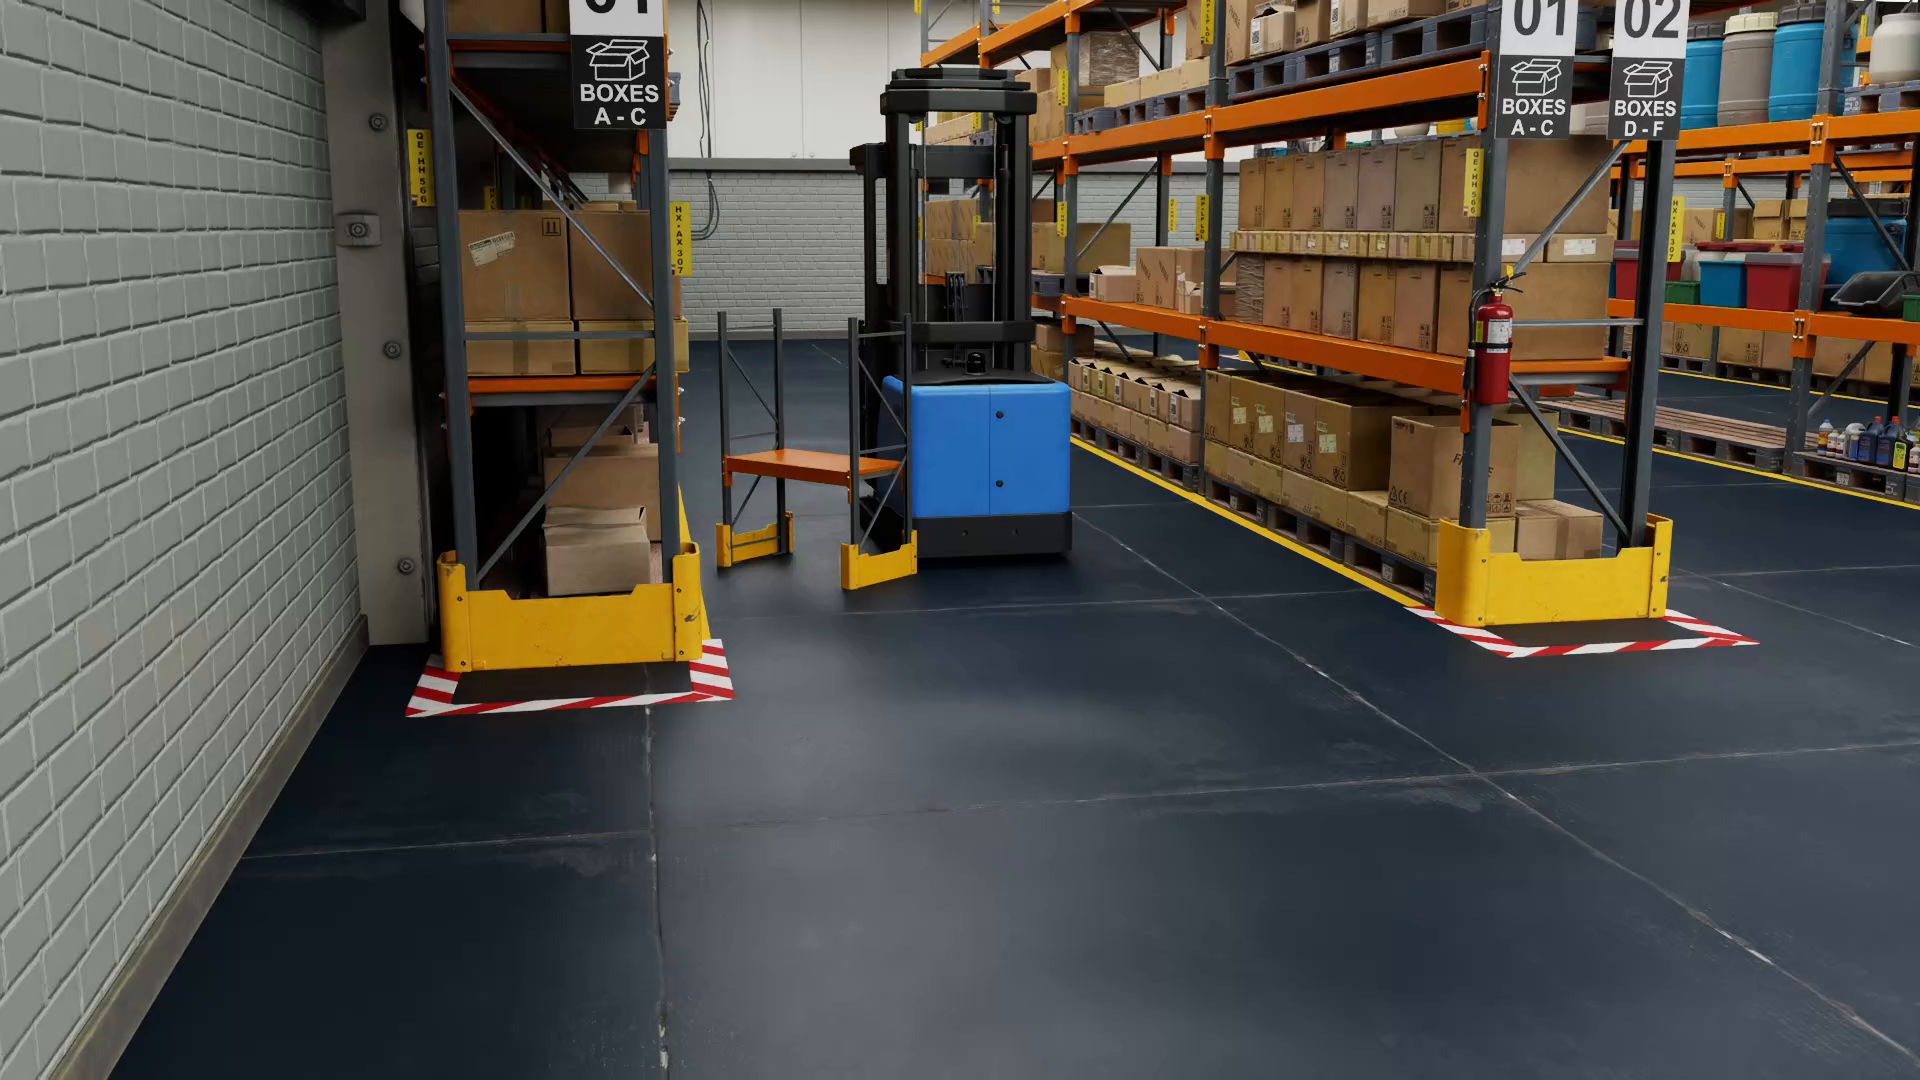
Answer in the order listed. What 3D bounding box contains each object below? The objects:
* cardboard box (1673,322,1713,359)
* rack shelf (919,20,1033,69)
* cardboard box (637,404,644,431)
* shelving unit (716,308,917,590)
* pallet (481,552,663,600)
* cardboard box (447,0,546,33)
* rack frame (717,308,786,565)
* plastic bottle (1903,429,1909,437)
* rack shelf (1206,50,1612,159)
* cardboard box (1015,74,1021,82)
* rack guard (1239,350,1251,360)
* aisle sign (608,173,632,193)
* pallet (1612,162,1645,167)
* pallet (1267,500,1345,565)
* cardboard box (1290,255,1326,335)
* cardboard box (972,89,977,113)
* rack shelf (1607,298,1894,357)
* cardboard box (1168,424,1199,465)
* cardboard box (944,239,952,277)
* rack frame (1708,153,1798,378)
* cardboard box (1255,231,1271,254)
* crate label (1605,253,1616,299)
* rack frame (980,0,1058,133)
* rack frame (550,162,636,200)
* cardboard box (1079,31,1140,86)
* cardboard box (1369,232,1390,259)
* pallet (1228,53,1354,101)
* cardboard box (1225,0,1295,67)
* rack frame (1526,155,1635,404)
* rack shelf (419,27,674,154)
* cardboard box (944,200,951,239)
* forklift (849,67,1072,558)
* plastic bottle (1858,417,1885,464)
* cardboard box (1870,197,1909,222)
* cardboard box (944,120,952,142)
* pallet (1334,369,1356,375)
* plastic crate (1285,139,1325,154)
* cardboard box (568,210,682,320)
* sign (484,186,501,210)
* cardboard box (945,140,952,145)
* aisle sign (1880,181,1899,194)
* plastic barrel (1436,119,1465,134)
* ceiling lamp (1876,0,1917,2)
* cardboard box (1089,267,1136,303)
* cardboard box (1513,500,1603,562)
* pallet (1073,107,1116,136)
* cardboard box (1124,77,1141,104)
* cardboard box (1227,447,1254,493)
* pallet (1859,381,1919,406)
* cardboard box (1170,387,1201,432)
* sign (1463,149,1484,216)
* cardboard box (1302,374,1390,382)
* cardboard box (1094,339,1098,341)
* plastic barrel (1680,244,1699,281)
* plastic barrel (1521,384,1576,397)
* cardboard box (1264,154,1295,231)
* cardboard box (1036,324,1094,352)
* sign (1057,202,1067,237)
[{"bbox_3d":[10.401,-2.938,22.668,0.875,0.875,0.875,-2,11,-11],"label":"cardboard box"},{"bbox_3d":[0.344,-6.251,21.402,1.077,0.370,4.000,-2,11,-11],"label":"rack shelf"},{"bbox_3d":[-3.157,-1.235,14.673,0.700,0.500,0.500,-2,11,-10],"label":"cardboard box"},{"bbox_3d":[-0.848,-0.565,9.656,1.083,1.500,0.587,8,14,37],"label":"shelving unit"},{"bbox_3d":[-1.930,0.296,8.579,1.003,0.211,1.213,-2,11,-11],"label":"pallet"},{"bbox_3d":[-2.121,-2.510,7.517,0.500,0.500,0.500,-1,11,-7],"label":"cardboard box"},{"bbox_3d":[-1.240,-0.623,9.959,0.032,1.500,0.500,8,14,37],"label":"rack frame"},{"bbox_3d":[7.045,-0.694,12.443,0.097,0.271,0.097,0,11,0],"label":"plastic bottle"},{"bbox_3d":[2.678,-2.578,10.119,1.077,0.370,4.000,-2,11,-11],"label":"rack shelf"},{"bbox_3d":[0.911,-4.853,18.491,0.600,0.600,0.600,-2,11,-12],"label":"cardboard box"},{"bbox_3d":[4.797,-2.981,25.020,1.175,0.500,0.348,-2,11,-11],"label":"rack guard"},{"bbox_3d":[-4.623,-5.146,22.756,0.394,0.787,0.004,-2,11,-11],"label":"aisle sign"},{"bbox_3d":[9.827,-5.679,24.727,1.003,0.211,1.213,-2,11,-11],"label":"pallet"},{"bbox_3d":[2.643,-0.083,10.568,1.003,0.211,1.213,-2,11,-11],"label":"pallet"},{"bbox_3d":[2.584,-1.604,10.833,0.700,0.500,0.500,-2,11,-10],"label":"cardboard box"},{"bbox_3d":[0.539,-5.582,21.036,0.700,0.500,0.500,-2,11,-11],"label":"cardboard box"},{"bbox_3d":[6.759,-2.017,15.197,1.077,0.370,4.000,-2,11,-11],"label":"rack shelf"},{"bbox_3d":[1.924,-0.746,12.822,0.500,0.250,0.500,-2,11,-12],"label":"cardboard box"},{"bbox_3d":[0.078,-3.705,21.873,0.500,0.500,0.500,-2,11,-10],"label":"cardboard box"},{"bbox_3d":[10.450,-3.651,21.858,1.000,3.000,0.127,-2,11,-11],"label":"rack frame"},{"bbox_3d":[2.252,-2.043,11.403,0.380,0.149,0.250,-2,11,-13],"label":"cardboard box"},{"bbox_3d":[6.298,-2.563,16.045,0.502,0.435,0.616,-2,11,-11],"label":"crate label"},{"bbox_3d":[0.733,-6.239,19.408,1.000,3.000,0.127,-2,11,-11],"label":"rack frame"},{"bbox_3d":[-4.126,-3.111,19.018,1.000,3.000,0.127,-2,11,-11],"label":"rack frame"},{"bbox_3d":[1.432,-4.652,16.152,0.500,0.500,0.500,-2,11,-11],"label":"cardboard box"},{"bbox_3d":[2.605,-1.711,9.661,0.380,0.149,0.250,-2,11,-9],"label":"cardboard box"},{"bbox_3d":[2.480,-3.099,11.171,1.003,0.211,1.213,-2,11,-11],"label":"pallet"},{"bbox_3d":[2.128,-3.520,11.382,0.500,0.500,0.500,-1,11,-6],"label":"cardboard box"},{"bbox_3d":[6.370,-2.738,17.057,1.000,3.000,0.127,-2,11,-11],"label":"rack frame"},{"bbox_3d":[-2.181,-2.397,9.169,1.077,0.370,4.000,-2,11,-11],"label":"rack shelf"},{"bbox_3d":[0.084,-4.194,21.767,0.500,0.500,0.500,-2,11,-12],"label":"cardboard box"},{"bbox_3d":[-0.126,-1.555,11.029,1.130,2.935,3.031,-2,11,-11],"label":"forklift"},{"bbox_3d":[6.898,-0.756,12.552,0.144,0.351,0.185,-2,11,-9],"label":"plastic bottle"},{"bbox_3d":[10.978,-3.714,19.236,0.797,0.503,0.637,-2,11,-10],"label":"cardboard box"},{"bbox_3d":[0.086,-5.292,21.519,0.500,0.250,0.500,-2,11,-11],"label":"cardboard box"},{"bbox_3d":[5.411,-2.235,21.873,1.003,0.211,1.213,-2,11,-11],"label":"pallet"},{"bbox_3d":[4.842,-5.358,22.966,0.504,0.338,0.767,-2,11,-11],"label":"plastic crate"},{"bbox_3d":[-1.590,-1.313,7.915,0.500,0.500,0.500,-2,11,-11],"label":"cardboard box"},{"bbox_3d":[-3.114,-2.192,11.092,0.100,0.325,0.005,-2,11,-11],"label":"sign"},{"bbox_3d":[0.092,-5.046,21.567,0.500,0.250,0.500,-2,11,-11],"label":"cardboard box"},{"bbox_3d":[14.837,-5.848,26.447,0.394,0.787,0.004,-2,11,-11],"label":"aisle sign"},{"bbox_3d":[5.969,-5.083,19.733,0.600,0.588,0.600,0,11,0],"label":"plastic barrel"},{"bbox_3d":[16.444,-9.466,29.159,1.941,0.041,0.237,-2,11,-11],"label":"ceiling lamp"},{"bbox_3d":[1.495,-2.343,15.224,0.500,0.311,0.500,-2,11,-12],"label":"cardboard box"},{"bbox_3d":[3.180,-0.053,9.182,0.500,0.250,0.500,-2,11,-11],"label":"cardboard box"},{"bbox_3d":[1.730,-3.818,15.214,1.213,0.211,1.003,-2,11,-8],"label":"pallet"},{"bbox_3d":[1.774,-3.988,14.880,0.500,0.250,0.500,-2,11,-9],"label":"cardboard box"},{"bbox_3d":[2.174,-0.492,11.490,0.500,0.250,0.500,-2,11,-11],"label":"cardboard box"},{"bbox_3d":[11.149,-1.695,19.038,1.003,0.211,1.213,-2,11,-11],"label":"pallet"},{"bbox_3d":[1.929,-1.019,12.761,0.500,0.311,0.500,-2,11,-11],"label":"cardboard box"},{"bbox_3d":[2.532,-1.759,8.185,0.100,0.325,0.005,-2,11,-11],"label":"sign"},{"bbox_3d":[2.679,-0.879,11.518,0.500,0.500,0.500,-2,11,-11],"label":"cardboard box"},{"bbox_3d":[1.295,-2.017,18.779,0.500,0.500,0.500,-2,11,-10],"label":"cardboard box"},{"bbox_3d":[6.862,-2.534,15.690,0.421,0.512,0.421,0,11,0],"label":"plastic barrel"},{"bbox_3d":[6.258,-1.967,17.689,0.600,0.830,0.708,-2,11,-11],"label":"plastic barrel"},{"bbox_3d":[2.481,-2.337,11.216,0.700,0.500,0.500,-2,11,-11],"label":"cardboard box"},{"bbox_3d":[1.083,-2.088,17.146,0.500,0.250,0.500,-2,11,-9],"label":"cardboard box"},{"bbox_3d":[0.980,-3.066,15.900,0.100,0.325,0.005,-2,11,-11],"label":"sign"}]
